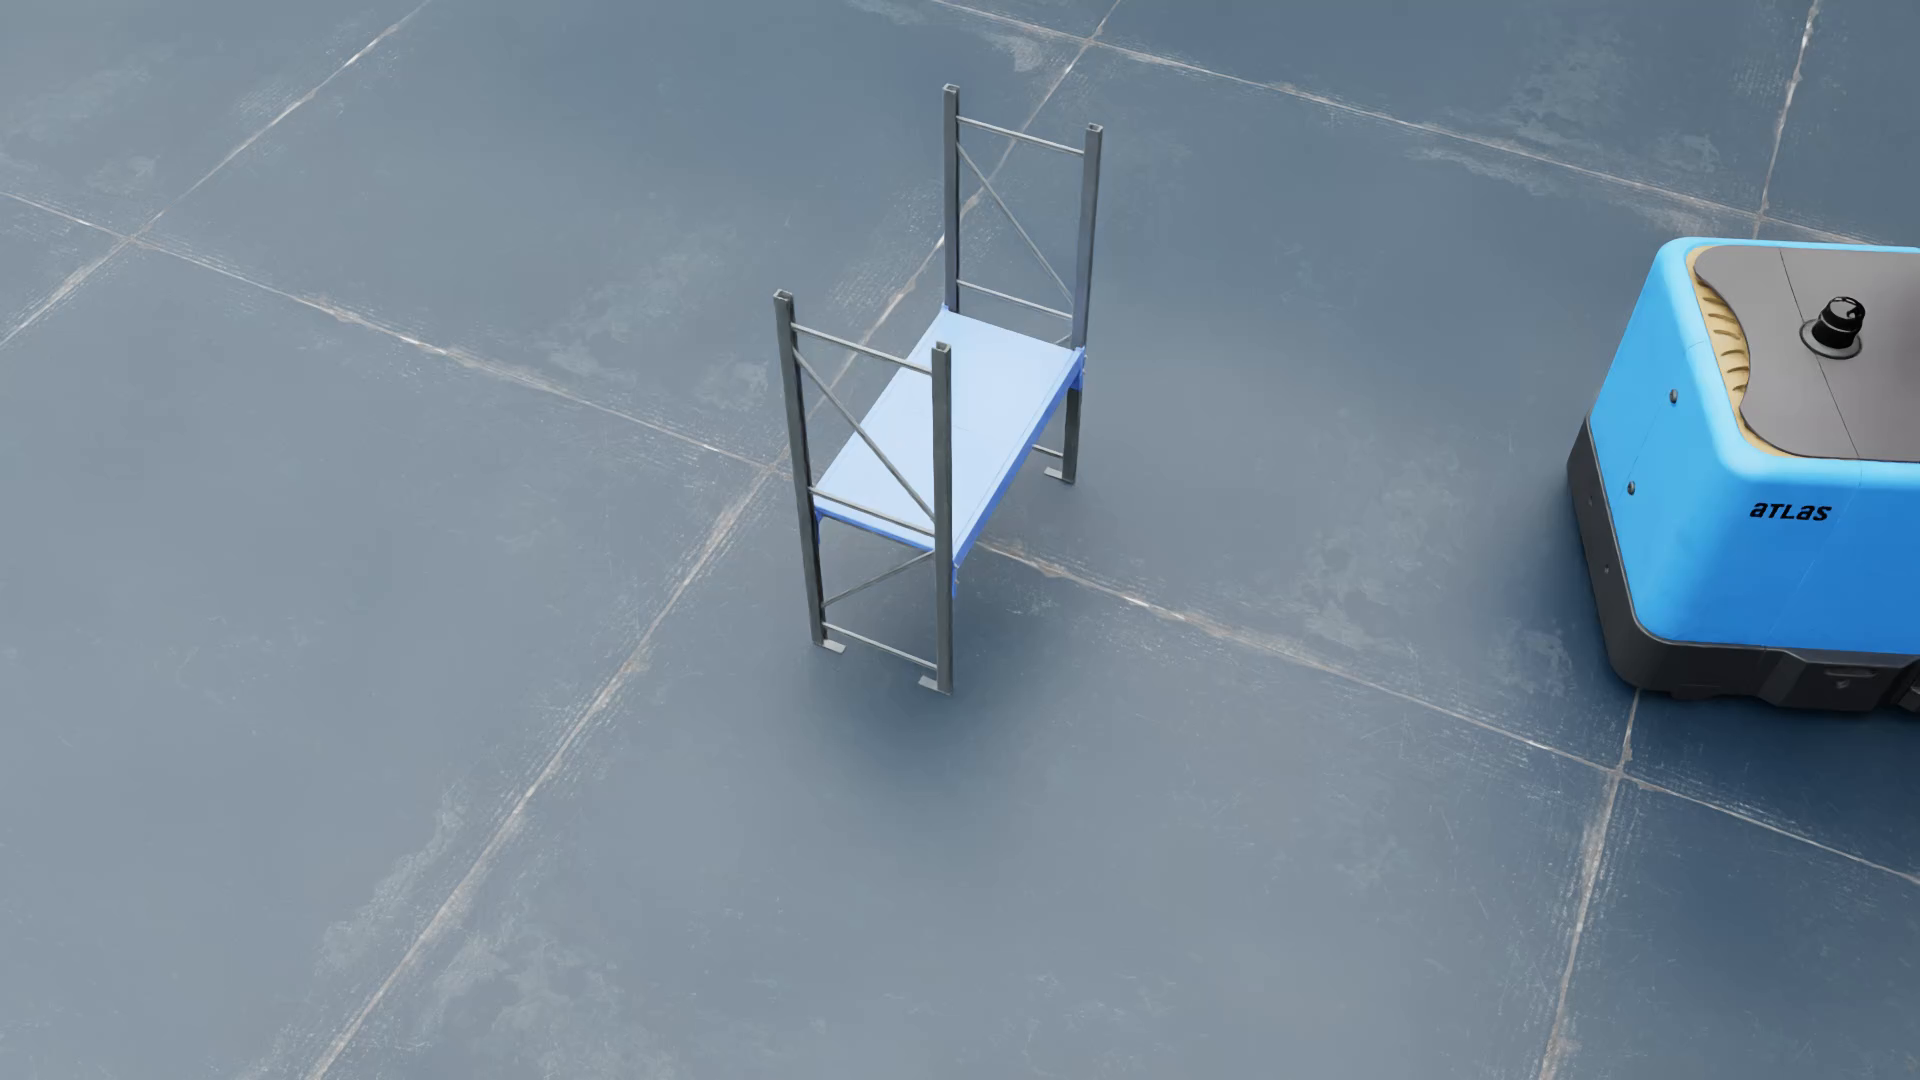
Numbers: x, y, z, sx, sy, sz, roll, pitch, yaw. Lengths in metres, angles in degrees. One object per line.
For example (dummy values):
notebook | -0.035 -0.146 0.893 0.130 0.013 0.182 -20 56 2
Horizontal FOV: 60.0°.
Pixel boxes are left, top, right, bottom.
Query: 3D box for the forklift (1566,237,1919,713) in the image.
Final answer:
forklift | 3.621 -0.750 4.464 3.031 2.935 1.130 3 50 3

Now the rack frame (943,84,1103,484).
rack frame | 0.181 -0.777 5.427 0.500 1.500 0.032 20 52 16

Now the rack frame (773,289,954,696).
rack frame | -0.254 -0.077 4.831 0.500 1.500 0.032 20 52 16

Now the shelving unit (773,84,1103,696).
shelving unit | -0.036 -0.427 5.129 0.538 1.500 1.048 20 52 16

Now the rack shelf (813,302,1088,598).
rack shelf | -0.036 -0.311 5.266 0.538 0.185 1.000 20 52 16
